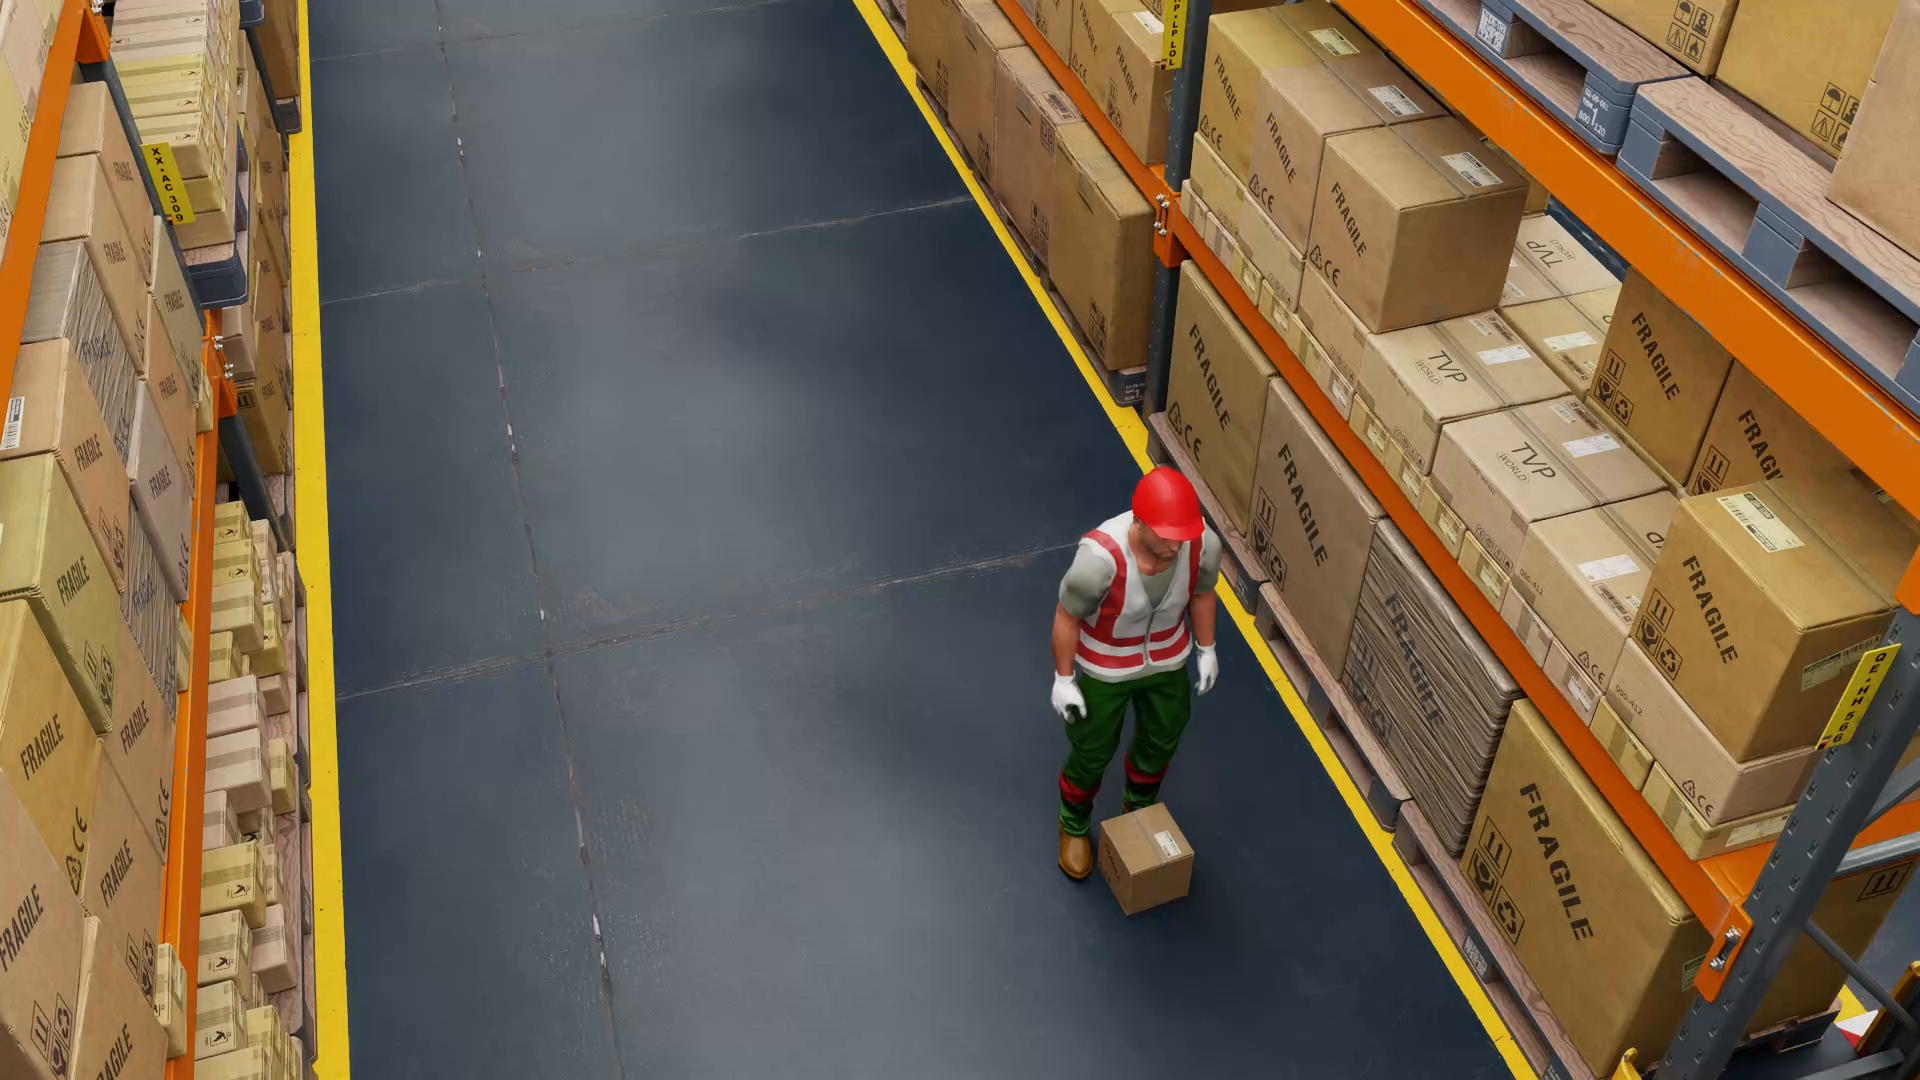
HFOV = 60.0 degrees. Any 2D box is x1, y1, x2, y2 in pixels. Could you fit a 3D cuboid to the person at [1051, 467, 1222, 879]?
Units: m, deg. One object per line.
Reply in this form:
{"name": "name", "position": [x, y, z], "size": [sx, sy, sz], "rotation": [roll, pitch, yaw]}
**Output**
{"name": "person", "position": [2.076, -3.726, 10.310], "size": [7.105, 1.777, 11.511], "rotation": [-12, 43, -13]}
